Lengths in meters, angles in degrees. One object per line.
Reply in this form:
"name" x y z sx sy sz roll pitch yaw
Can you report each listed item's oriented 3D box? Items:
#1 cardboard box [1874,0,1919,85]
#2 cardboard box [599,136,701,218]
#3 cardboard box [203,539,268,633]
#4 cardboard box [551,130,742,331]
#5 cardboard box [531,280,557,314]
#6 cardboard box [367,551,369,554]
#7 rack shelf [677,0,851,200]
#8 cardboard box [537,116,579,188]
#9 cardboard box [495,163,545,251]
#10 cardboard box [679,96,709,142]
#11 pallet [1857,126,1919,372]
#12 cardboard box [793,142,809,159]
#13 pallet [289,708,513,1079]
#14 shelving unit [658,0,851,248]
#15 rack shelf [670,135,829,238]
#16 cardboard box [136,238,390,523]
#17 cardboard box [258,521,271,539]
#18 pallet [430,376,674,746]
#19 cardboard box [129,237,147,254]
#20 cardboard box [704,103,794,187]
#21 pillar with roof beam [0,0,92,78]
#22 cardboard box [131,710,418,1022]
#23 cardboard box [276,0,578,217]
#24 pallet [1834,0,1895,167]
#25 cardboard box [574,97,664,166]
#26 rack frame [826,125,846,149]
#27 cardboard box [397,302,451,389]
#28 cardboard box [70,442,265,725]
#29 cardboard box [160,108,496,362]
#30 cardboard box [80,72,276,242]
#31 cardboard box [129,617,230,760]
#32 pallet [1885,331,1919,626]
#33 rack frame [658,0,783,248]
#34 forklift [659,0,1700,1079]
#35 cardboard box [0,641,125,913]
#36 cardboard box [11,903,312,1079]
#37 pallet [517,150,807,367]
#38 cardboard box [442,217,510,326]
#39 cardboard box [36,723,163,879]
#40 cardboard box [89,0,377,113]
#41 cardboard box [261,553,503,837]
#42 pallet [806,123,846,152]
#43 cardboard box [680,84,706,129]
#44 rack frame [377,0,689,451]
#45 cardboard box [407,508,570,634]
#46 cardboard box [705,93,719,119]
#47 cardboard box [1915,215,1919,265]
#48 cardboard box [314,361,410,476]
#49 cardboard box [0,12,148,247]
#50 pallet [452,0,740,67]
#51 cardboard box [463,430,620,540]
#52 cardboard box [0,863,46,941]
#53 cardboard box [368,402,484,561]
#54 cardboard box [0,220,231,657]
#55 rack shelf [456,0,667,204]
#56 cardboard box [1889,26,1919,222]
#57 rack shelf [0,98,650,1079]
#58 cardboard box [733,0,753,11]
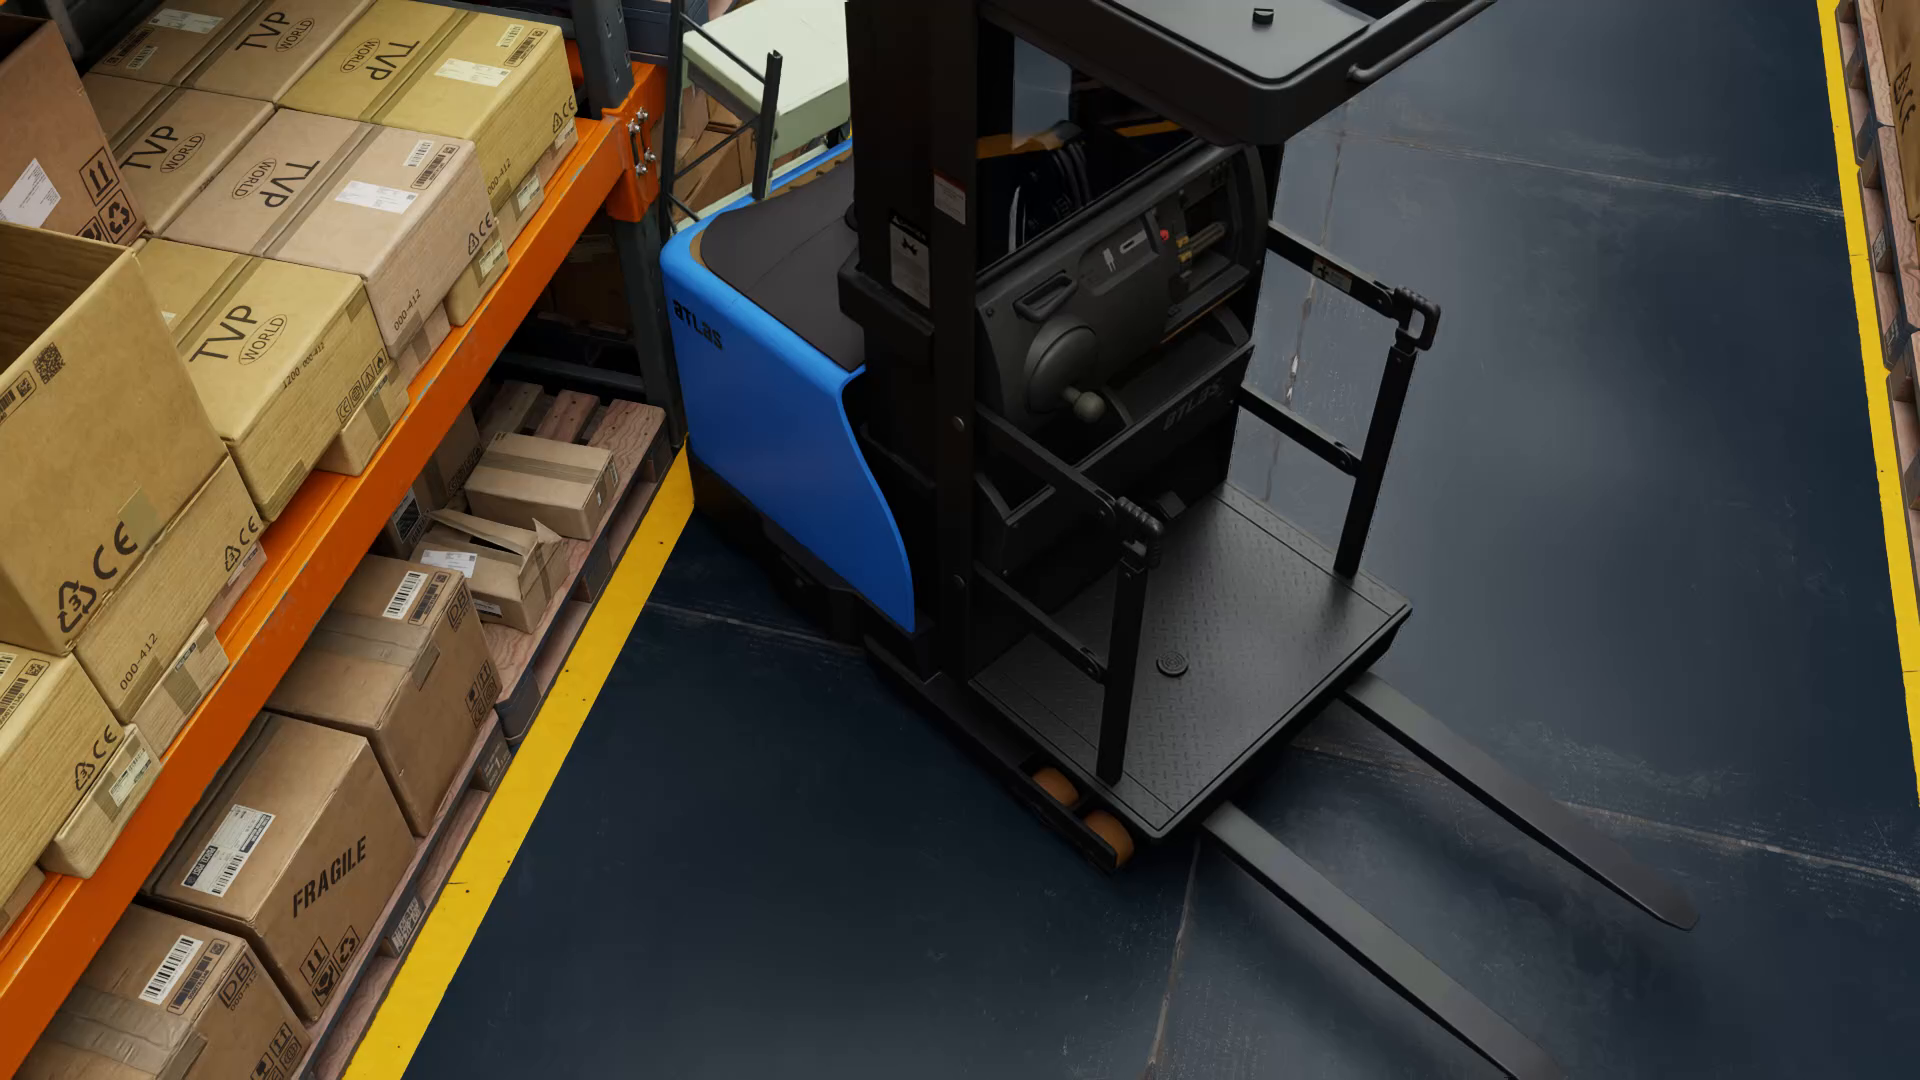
"cardboard box" 4.185 -2.301 6.417 0.875 0.875 0.875 11 50 10
"cardboard box" -1.044 -1.165 5.232 0.380 0.149 0.250 14 50 12
"cardboard box" -1.659 0.044 3.378 0.380 0.149 0.250 11 50 10
"cardboard box" -1.051 -1.049 5.563 0.500 0.500 0.500 14 50 12
"cardboard box" -1.552 -1.157 5.658 0.500 0.500 0.500 11 50 10
"cardboard box" -1.911 0.117 4.767 0.380 0.149 0.250 11 49 10
"rack shelf" -0.433 -1.341 4.821 0.431 0.370 0.720 41 55 17
"cardboard box" -1.236 -1.068 4.360 0.380 0.149 0.250 12 50 11
"cardboard box" -1.283 -0.876 4.190 0.380 0.149 0.250 13 50 11
"cardboard box" -1.046 -1.381 5.423 0.380 0.149 0.250 10 49 9
"pallet" 3.844 -0.991 5.984 1.003 0.211 1.213 12 50 10
"cardboard box" -0.785 -1.796 6.222 0.500 0.500 0.500 10 49 9
"pallet" -1.896 0.873 4.339 1.003 0.211 1.213 12 50 10
"shelving unit" -0.505 -1.110 5.127 0.431 1.500 0.755 41 55 17
"rack shelf" -0.566 -0.916 5.382 0.431 0.370 0.720 41 55 17
"cardboard box" -1.556 -0.341 3.452 0.500 0.250 0.500 11 50 10
"cardboard box" -1.640 -0.144 3.544 0.380 0.149 0.250 12 50 11
"pallet" -1.577 -0.013 5.120 1.003 0.211 1.213 12 50 10
"cardboard box" -2.049 -0.439 3.538 0.500 0.250 0.500 13 50 11
"cardboard box" -0.920 -1.436 5.904 0.500 0.500 0.500 11 49 10
"pillar with roof beam" 1.705 -2.242 1.227 9.100 9.000 0.400 12 50 10
"cardboard box" -1.698 0.753 3.972 0.500 0.500 0.500 12 50 11
"cardboard box" -1.294 -1.064 4.090 0.500 0.250 0.500 13 50 11
"pallet" 4.167 -1.870 6.760 1.003 0.211 1.213 12 50 10
"cardboard box" -1.103 -1.276 5.131 0.380 0.149 0.250 11 49 9
"rack frame" -0.263 -1.298 5.327 0.400 1.500 0.023 41 55 17
"cardboard box" -1.424 -0.499 3.857 0.380 0.149 0.250 13 50 11
"cardboard box" -1.692 0.031 3.123 0.500 0.250 0.500 10 49 9
"cardboard box" -1.412 -0.699 3.768 0.500 0.250 0.500 12 50 10
"cardboard box" -1.912 -0.812 3.867 0.500 0.250 0.500 11 50 10
"cardboard box" -1.660 0.244 3.201 0.380 0.149 0.250 13 50 11
"pallet" 3.525 -0.105 5.202 1.003 0.211 1.213 12 50 10
"rack frame" -0.748 -0.922 4.927 0.400 1.500 0.023 41 55 17
"forklift" 0.546 -0.527 3.760 1.130 2.935 3.031 -36 58 -27
"cardboard box" -1.806 0.406 2.793 0.500 0.250 0.500 11 49 9
"cardboard box" -1.933 1.115 3.652 0.700 0.500 0.500 13 50 12
"pallet" -1.218 -1.105 6.085 1.003 0.211 1.213 12 50 10
"cardboard box" -1.328 -0.683 4.020 0.380 0.149 0.250 13 50 11
"cardboard box" -1.710 0.439 3.030 0.380 0.149 0.250 10 49 9
"cardboard box" -1.786 -1.176 4.189 0.500 0.250 0.500 11 50 10
"cardboard box" -1.660 0.364 4.315 0.700 0.500 0.500 10 49 9
"pallet" -0.899 -1.990 6.866 1.003 0.211 1.213 12 50 10
"cardboard box" -1.022 -1.461 5.295 0.380 0.149 0.250 9 49 8
"rack frame" -1.395 -1.432 4.513 1.000 3.000 0.127 12 50 10
"cardboard box" -1.353 0.053 4.746 0.396 0.266 0.258 13 50 11
"cardboard box" -0.990 -1.569 5.588 0.380 0.149 0.250 9 49 8
"cardboard box" 3.710 -1.010 5.278 0.875 0.875 0.875 13 50 11
"cardboard box" -1.464 -0.308 3.689 0.380 0.149 0.250 11 49 9
"cardboard box" -2.044 -0.704 3.272 0.500 0.500 0.500 10 49 9
"pallet" -1.080 -1.925 5.076 1.003 0.211 1.213 12 50 10
"cardboard box" -1.259 -0.167 5.018 0.380 0.149 0.250 10 49 9
"cardboard box" -1.849 0.607 2.881 0.380 0.149 0.250 12 50 11
"cardboard box" -1.797 -0.250 4.983 0.500 0.311 0.500 13 50 11
"cardboard box" -1.674 -0.196 2.824 0.500 0.500 0.500 13 50 11
"rack shelf" -0.869 -2.641 6.060 1.077 0.370 4.000 12 50 10
"cardboard box" 3.946 -1.657 5.849 0.875 0.875 0.875 12 50 10
"rack shelf" -1.922 0.253 3.506 1.077 0.370 4.000 12 50 10
"cardboard box" -0.930 -1.770 5.766 0.380 0.149 0.250 11 49 9
